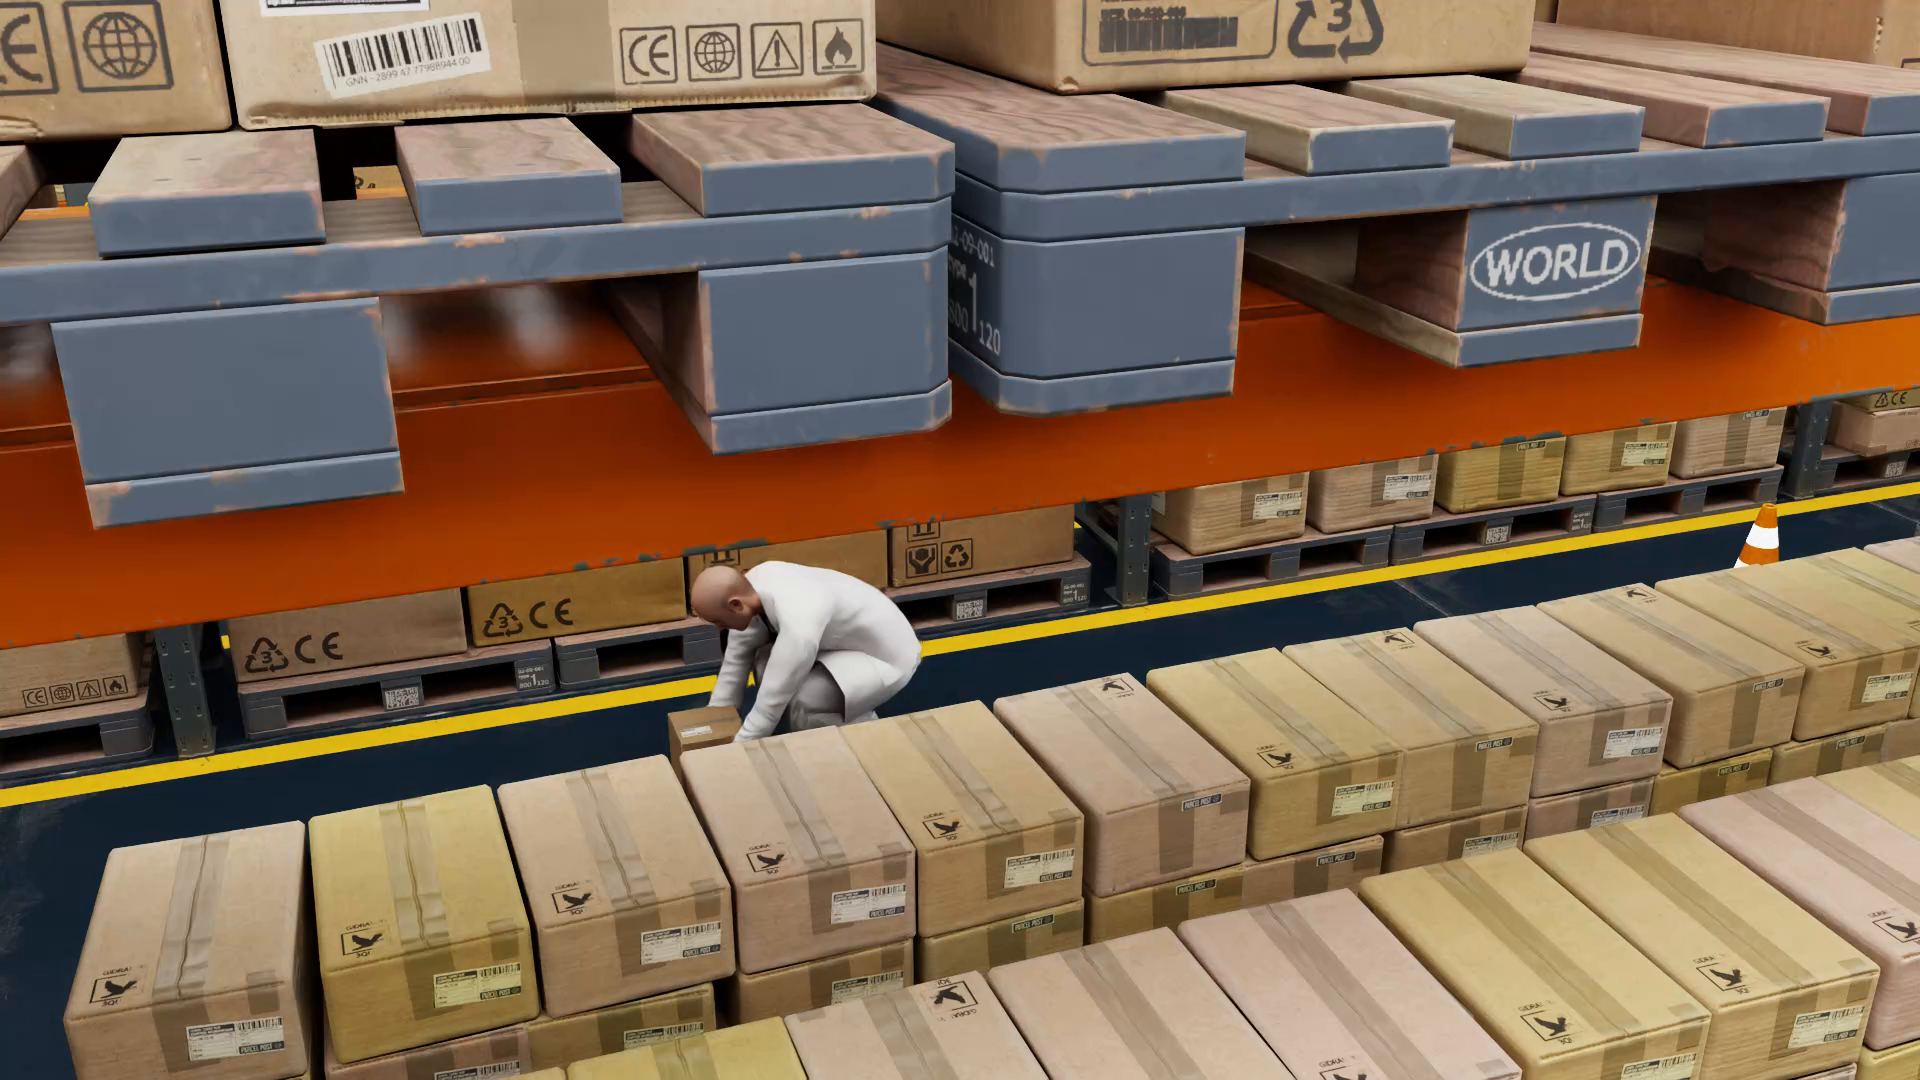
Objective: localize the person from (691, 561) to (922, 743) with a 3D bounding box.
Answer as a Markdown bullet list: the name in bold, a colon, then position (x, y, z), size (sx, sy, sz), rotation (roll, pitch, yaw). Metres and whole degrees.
- **person**: position (-0.582, 0.462, 6.191), size (0.908, 0.866, 0.602), rotation (-8, 24, -19)
